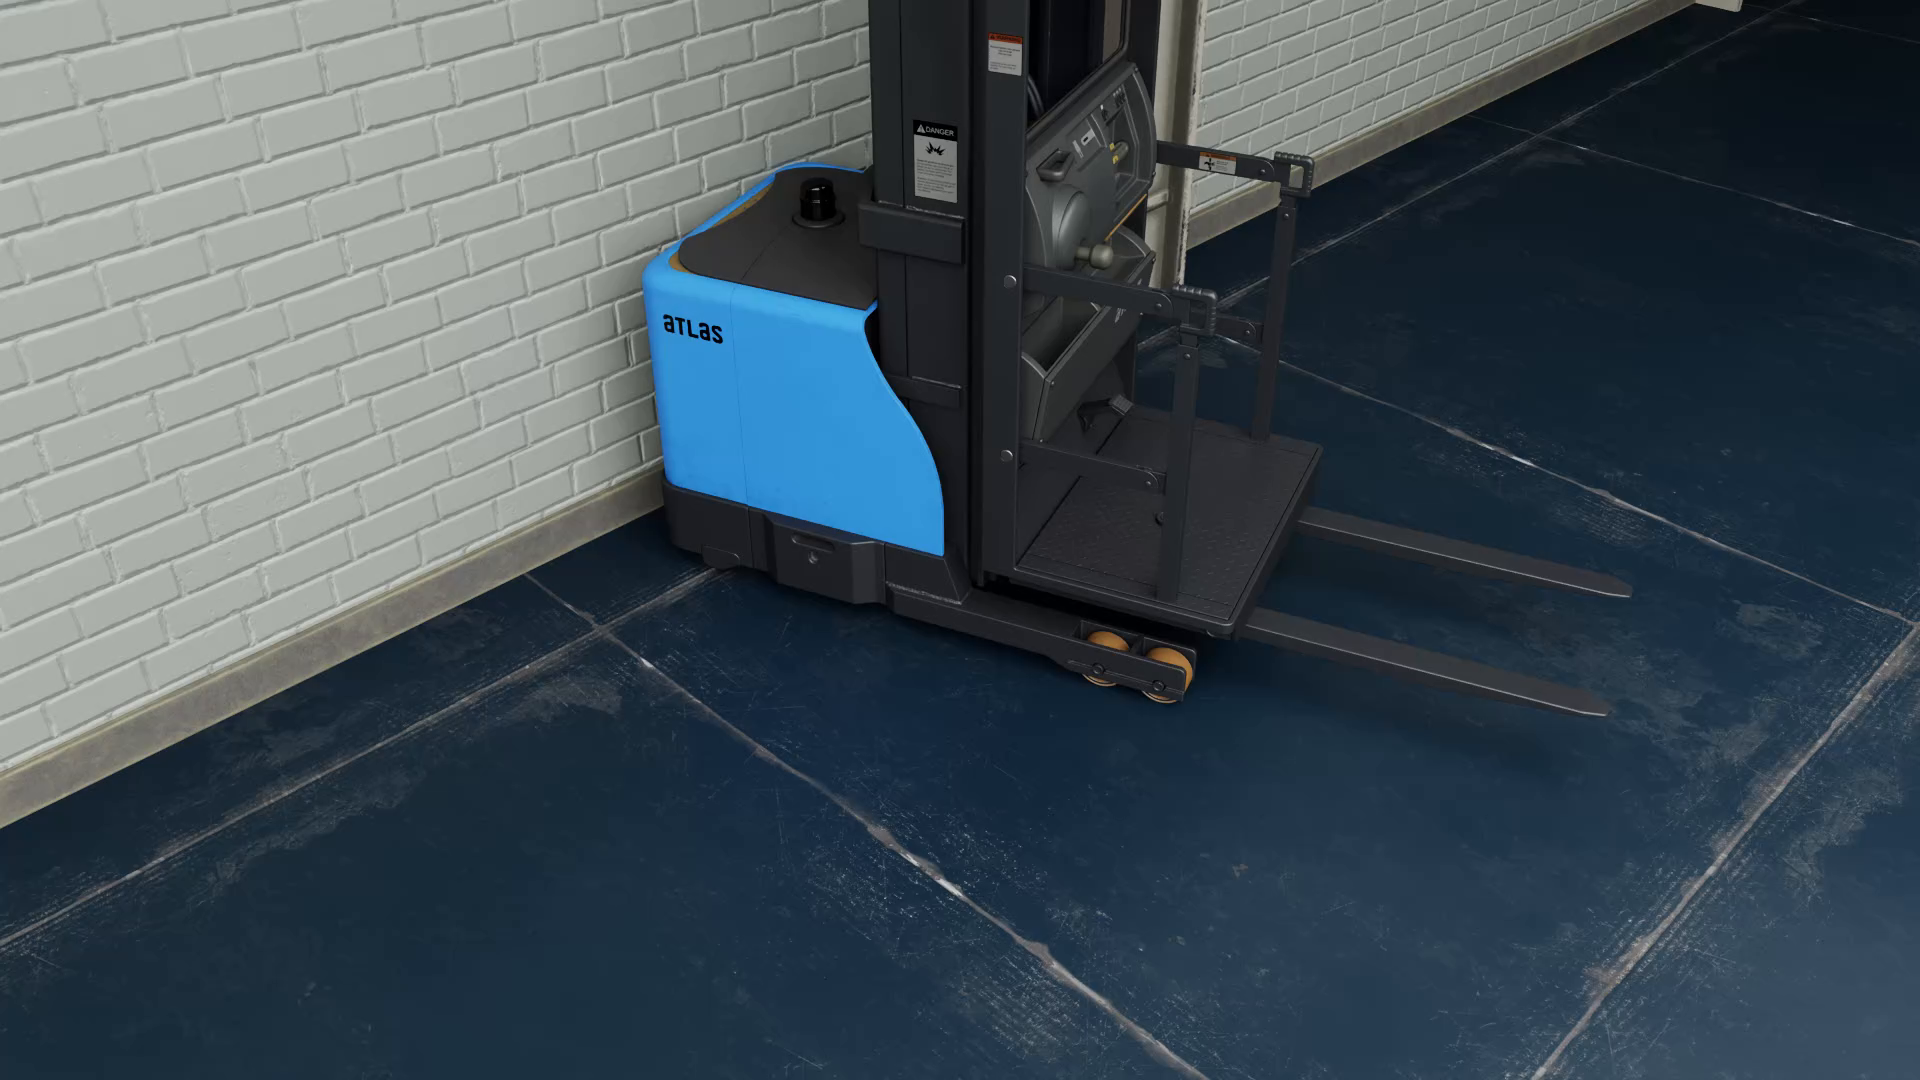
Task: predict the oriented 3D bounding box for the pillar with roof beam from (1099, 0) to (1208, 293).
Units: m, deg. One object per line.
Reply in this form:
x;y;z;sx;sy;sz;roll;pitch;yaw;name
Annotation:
3.789;-3.016;2.208;9.100;9.000;0.400;30;45;35;pillar with roof beam

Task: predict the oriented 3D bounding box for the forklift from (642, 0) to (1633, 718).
0.568;-1.056;4.701;3.031;2.935;1.130;14;37;20;forklift
